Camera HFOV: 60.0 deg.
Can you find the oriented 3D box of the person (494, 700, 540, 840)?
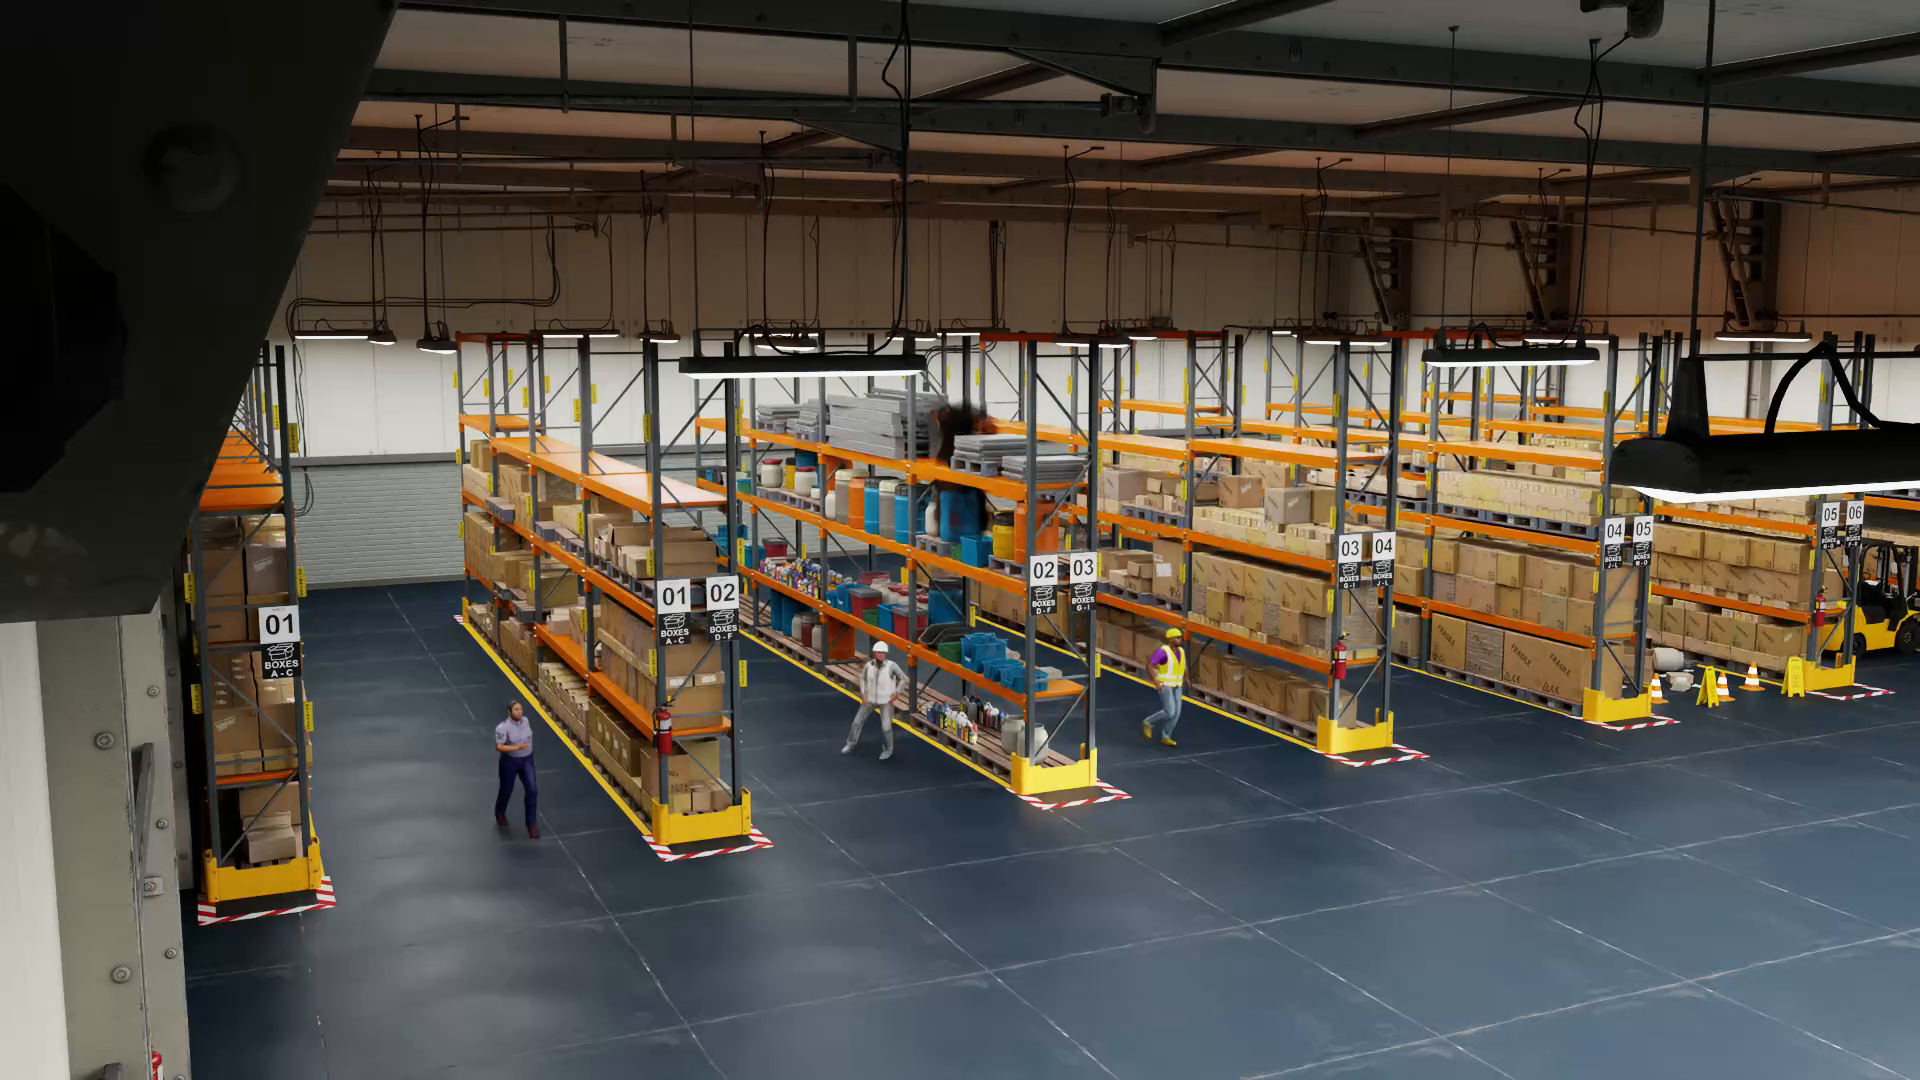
[{"bbox_3d":[-5.461,2.774,20.369,0.557,1.695,0.854,-6,10,-39],"label":"person"}]

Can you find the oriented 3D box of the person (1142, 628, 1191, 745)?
[{"bbox_3d":[3.111,2.161,24.748,0.756,1.724,0.567,-7,10,-42],"label":"person"}]

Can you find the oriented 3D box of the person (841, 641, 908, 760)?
[{"bbox_3d":[-1.247,2.289,23.905,0.972,1.706,0.471,2,8,15],"label":"person"}]
